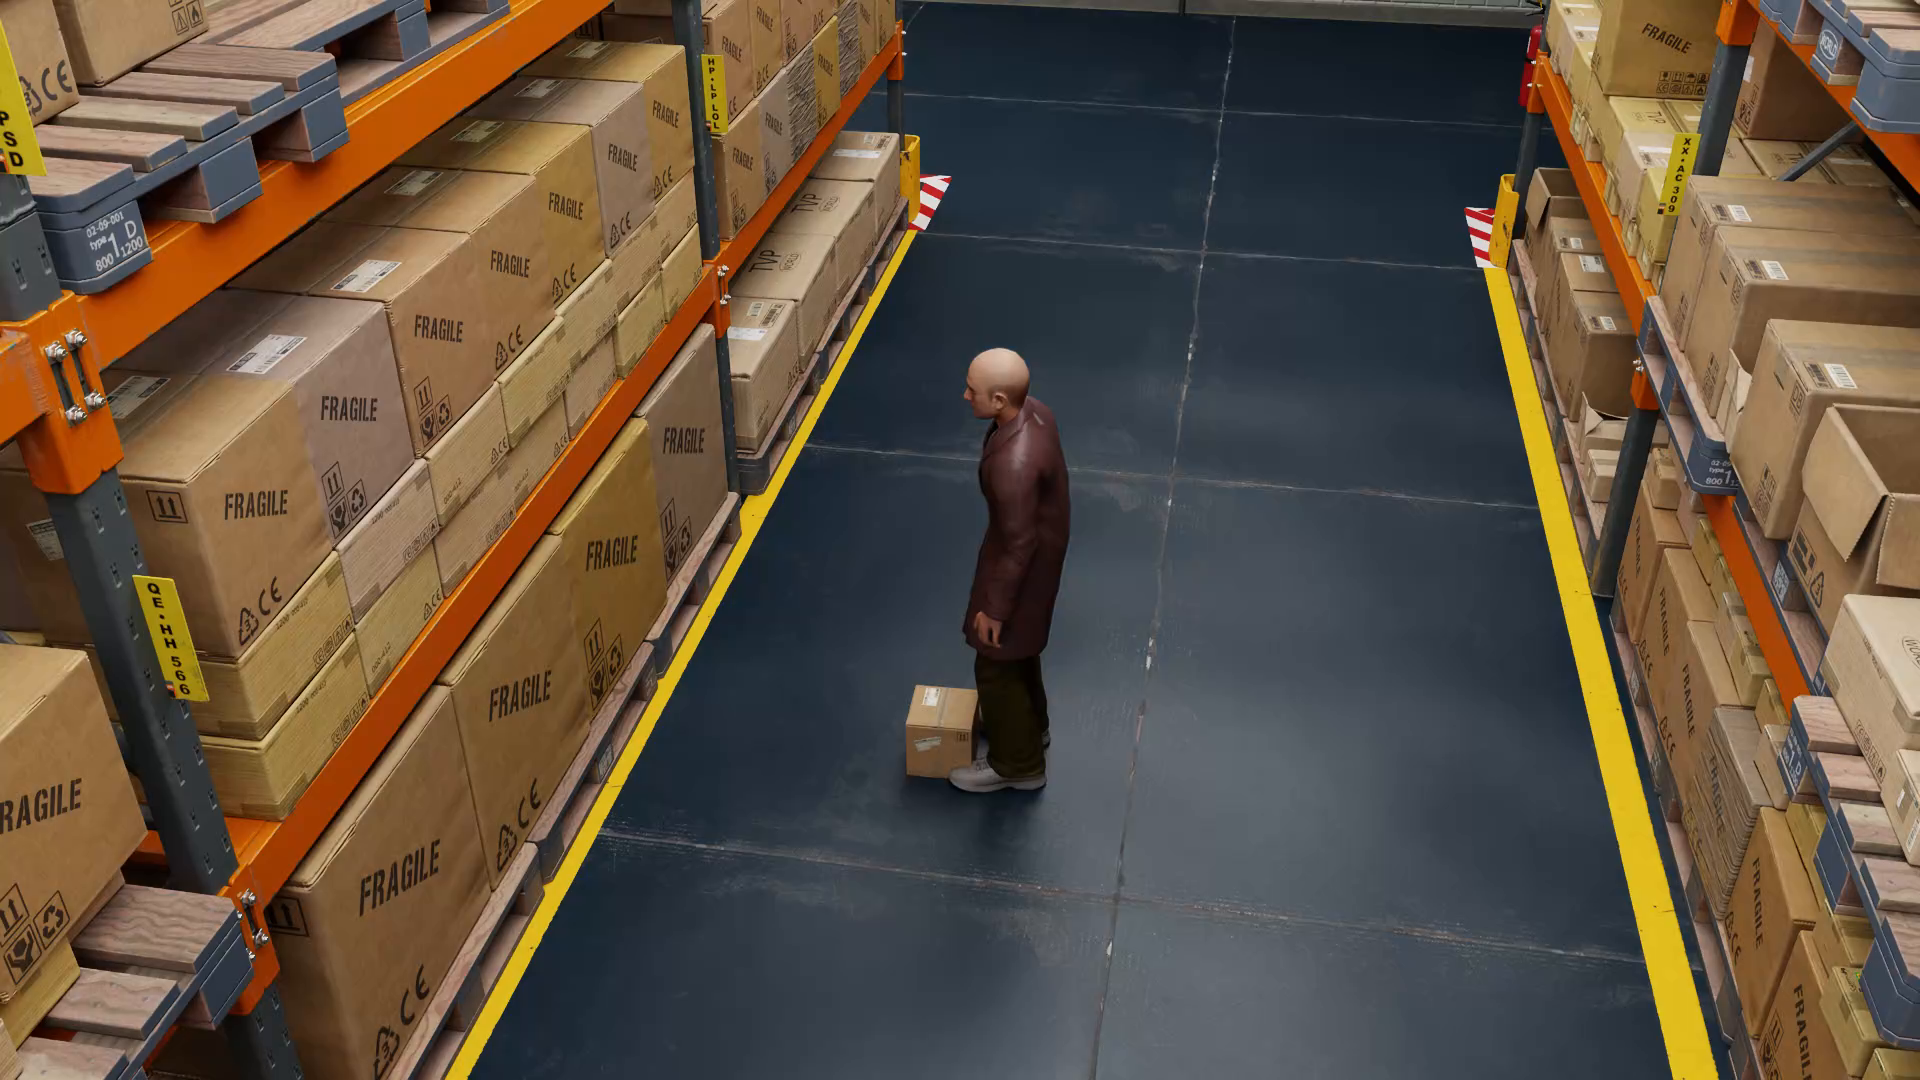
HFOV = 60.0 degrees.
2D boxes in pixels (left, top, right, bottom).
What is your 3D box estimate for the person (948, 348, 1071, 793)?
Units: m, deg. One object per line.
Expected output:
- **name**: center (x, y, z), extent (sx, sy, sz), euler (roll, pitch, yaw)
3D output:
- **person**: center (0.179, 0.199, 6.005), extent (0.418, 1.591, 0.656), euler (4, 32, 6)
